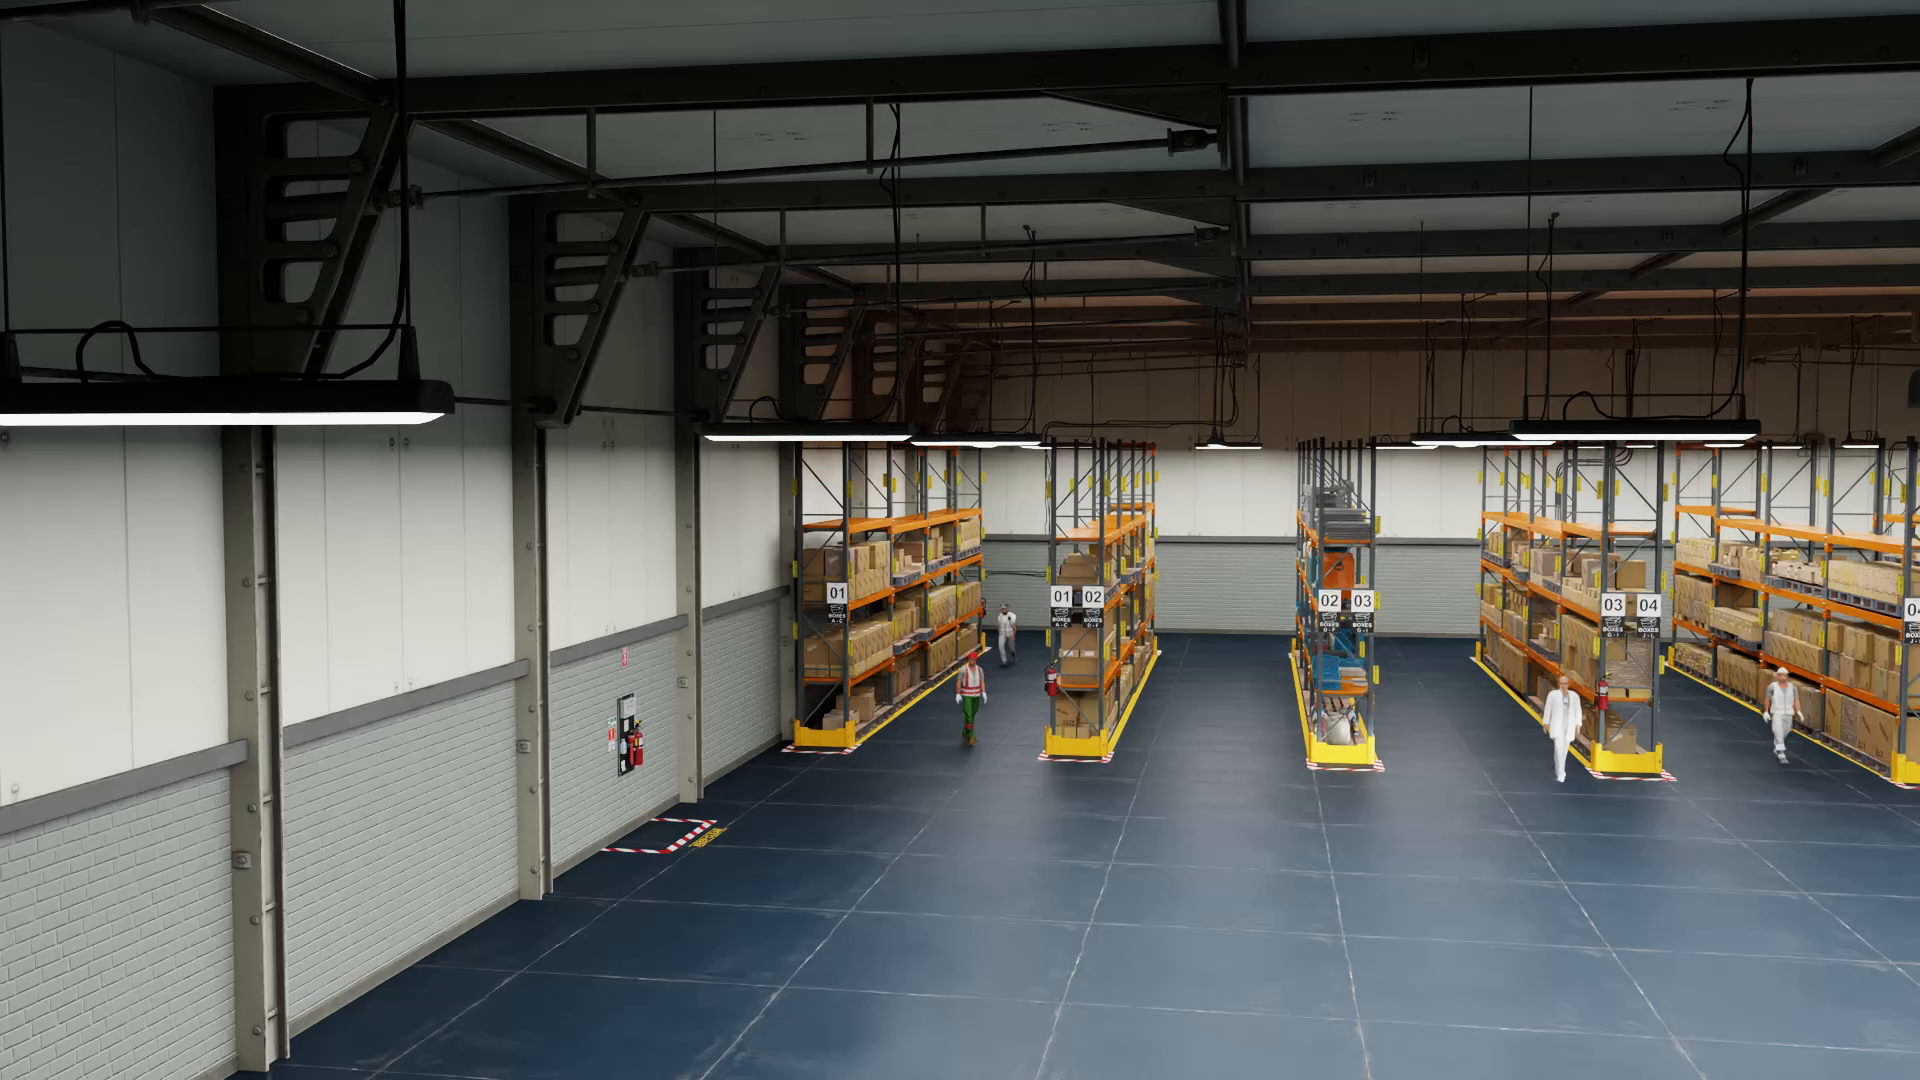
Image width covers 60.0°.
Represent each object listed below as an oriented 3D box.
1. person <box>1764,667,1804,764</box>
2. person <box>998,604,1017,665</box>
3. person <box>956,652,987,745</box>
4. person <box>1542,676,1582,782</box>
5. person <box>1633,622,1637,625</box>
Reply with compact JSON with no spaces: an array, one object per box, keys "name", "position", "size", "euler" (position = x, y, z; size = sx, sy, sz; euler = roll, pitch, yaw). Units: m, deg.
[{"name":"person","position":[15.120,3.212,30.493],"size":[0.554,1.735,1.023],"euler":[0,3,6]},{"name":"person","position":[1.262,2.531,44.808],"size":[0.527,1.633,1.025],"euler":[1,3,14]},{"name":"person","position":[0.248,3.089,32.783],"size":[0.556,1.771,0.827],"euler":[-2,4,-32]},{"name":"person","position":[10.603,3.315,29.210],"size":[0.627,1.836,0.743],"euler":[0,3,3]},{"name":"person","position":[18.677,2.509,45.566],"size":[0.830,1.595,0.524],"euler":[-1,3,-11]}]
